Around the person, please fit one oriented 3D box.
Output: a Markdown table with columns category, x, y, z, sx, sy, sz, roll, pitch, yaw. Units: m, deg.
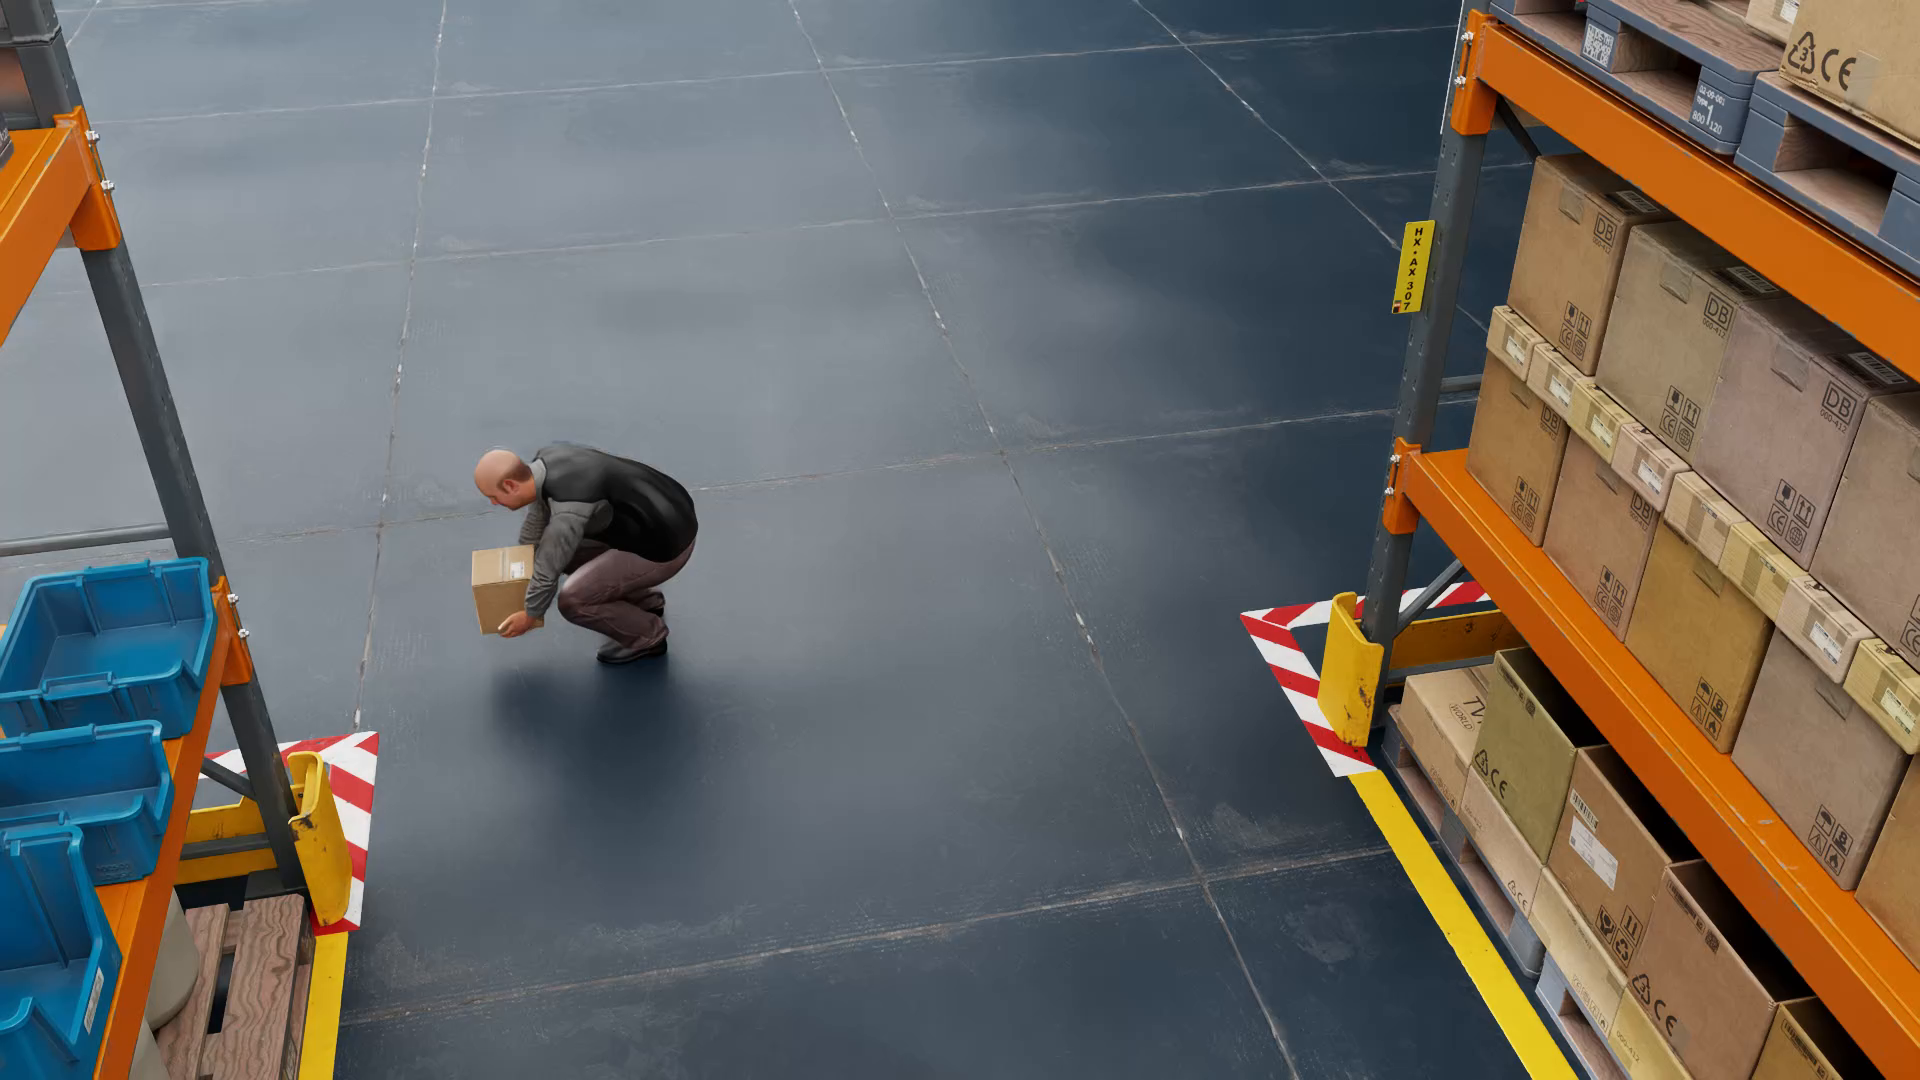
| category | x | y | z | sx | sy | sz | roll | pitch | yaw |
| --- | --- | --- | --- | --- | --- | --- | --- | --- | --- |
| person | -1.497 | 0.023 | 6.771 | 0.861 | 1.009 | 0.550 | -7 | 35 | -11 |
